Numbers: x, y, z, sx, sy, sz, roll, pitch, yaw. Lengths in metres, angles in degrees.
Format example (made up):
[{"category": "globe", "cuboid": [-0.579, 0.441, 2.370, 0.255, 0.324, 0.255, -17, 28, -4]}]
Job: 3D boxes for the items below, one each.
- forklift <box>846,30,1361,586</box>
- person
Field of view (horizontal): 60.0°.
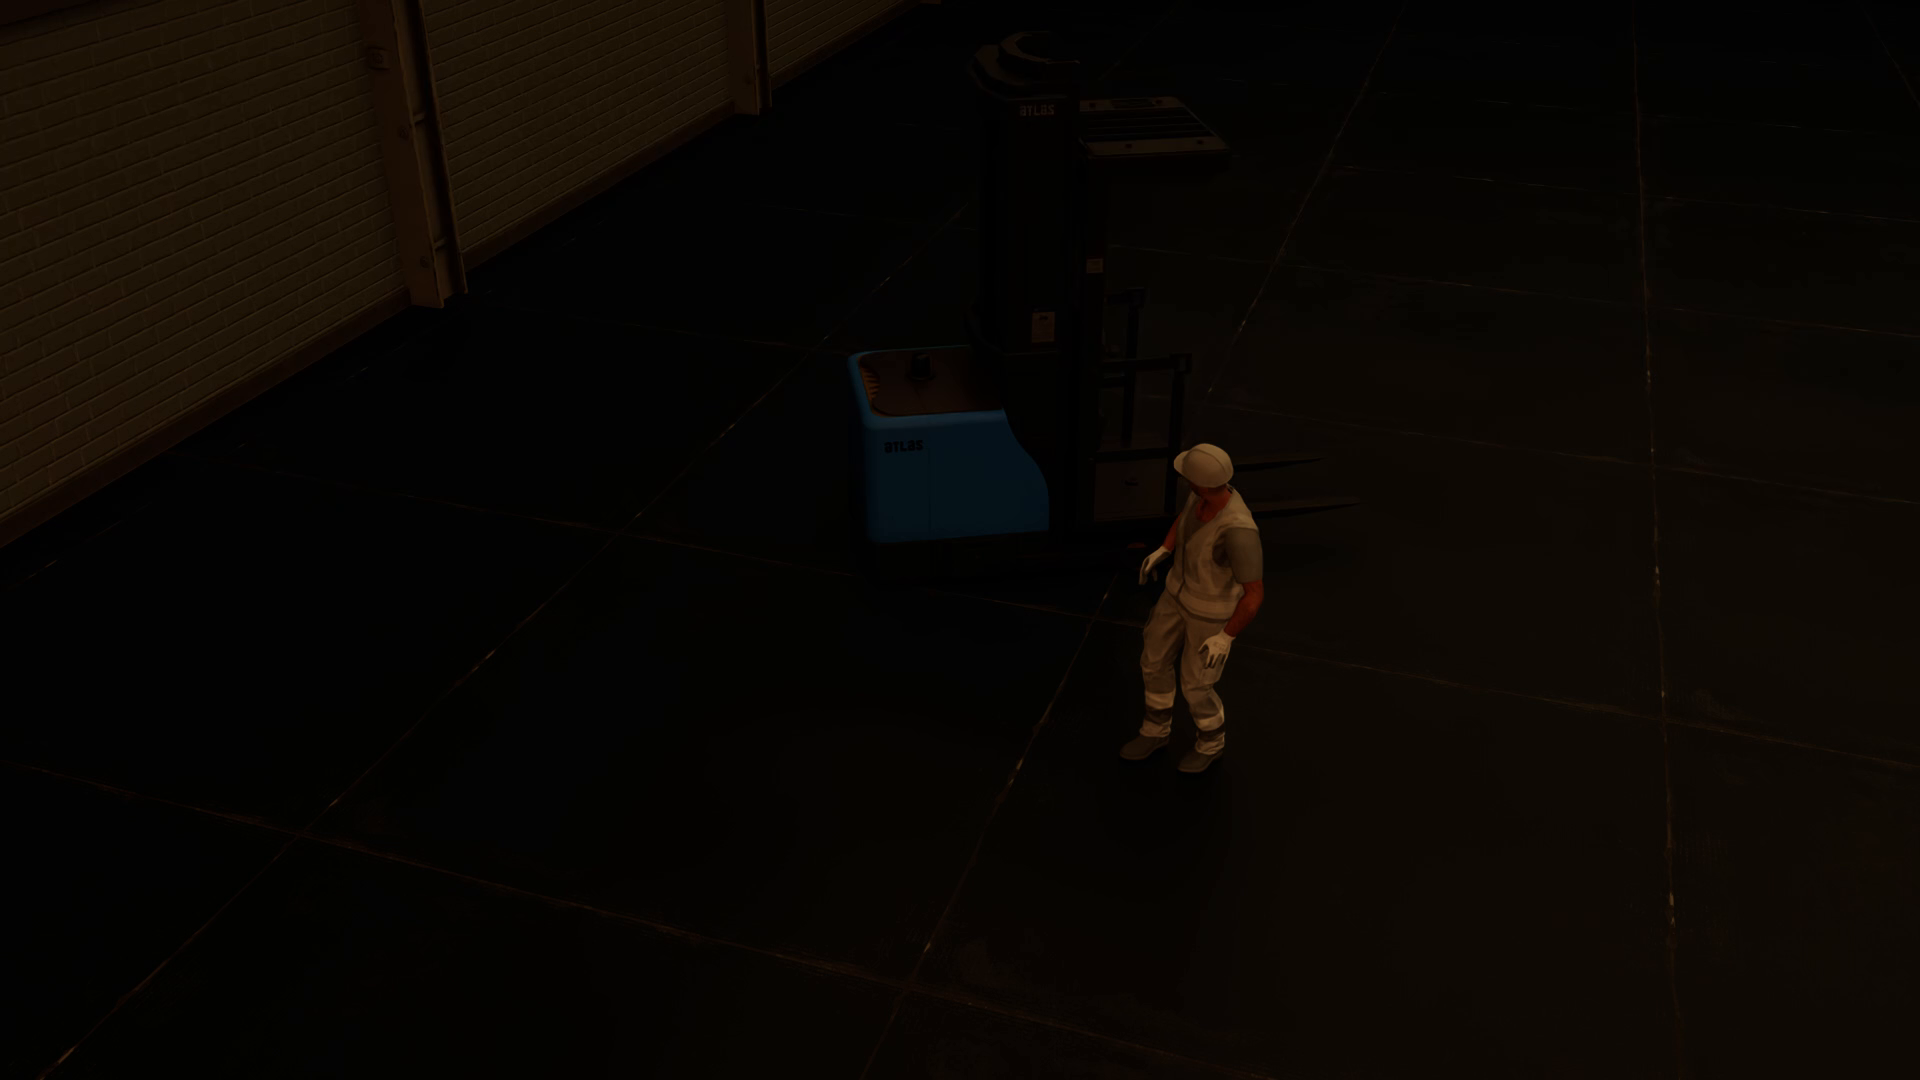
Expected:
[{"category": "forklift", "cuboid": [0.874, -1.346, 9.497, 3.031, 2.935, 1.130, -5, 30, -8]}, {"category": "person", "cuboid": [1.078, 0.331, 7.743, 0.505, 1.757, 0.749, -15, 33, -25]}]
